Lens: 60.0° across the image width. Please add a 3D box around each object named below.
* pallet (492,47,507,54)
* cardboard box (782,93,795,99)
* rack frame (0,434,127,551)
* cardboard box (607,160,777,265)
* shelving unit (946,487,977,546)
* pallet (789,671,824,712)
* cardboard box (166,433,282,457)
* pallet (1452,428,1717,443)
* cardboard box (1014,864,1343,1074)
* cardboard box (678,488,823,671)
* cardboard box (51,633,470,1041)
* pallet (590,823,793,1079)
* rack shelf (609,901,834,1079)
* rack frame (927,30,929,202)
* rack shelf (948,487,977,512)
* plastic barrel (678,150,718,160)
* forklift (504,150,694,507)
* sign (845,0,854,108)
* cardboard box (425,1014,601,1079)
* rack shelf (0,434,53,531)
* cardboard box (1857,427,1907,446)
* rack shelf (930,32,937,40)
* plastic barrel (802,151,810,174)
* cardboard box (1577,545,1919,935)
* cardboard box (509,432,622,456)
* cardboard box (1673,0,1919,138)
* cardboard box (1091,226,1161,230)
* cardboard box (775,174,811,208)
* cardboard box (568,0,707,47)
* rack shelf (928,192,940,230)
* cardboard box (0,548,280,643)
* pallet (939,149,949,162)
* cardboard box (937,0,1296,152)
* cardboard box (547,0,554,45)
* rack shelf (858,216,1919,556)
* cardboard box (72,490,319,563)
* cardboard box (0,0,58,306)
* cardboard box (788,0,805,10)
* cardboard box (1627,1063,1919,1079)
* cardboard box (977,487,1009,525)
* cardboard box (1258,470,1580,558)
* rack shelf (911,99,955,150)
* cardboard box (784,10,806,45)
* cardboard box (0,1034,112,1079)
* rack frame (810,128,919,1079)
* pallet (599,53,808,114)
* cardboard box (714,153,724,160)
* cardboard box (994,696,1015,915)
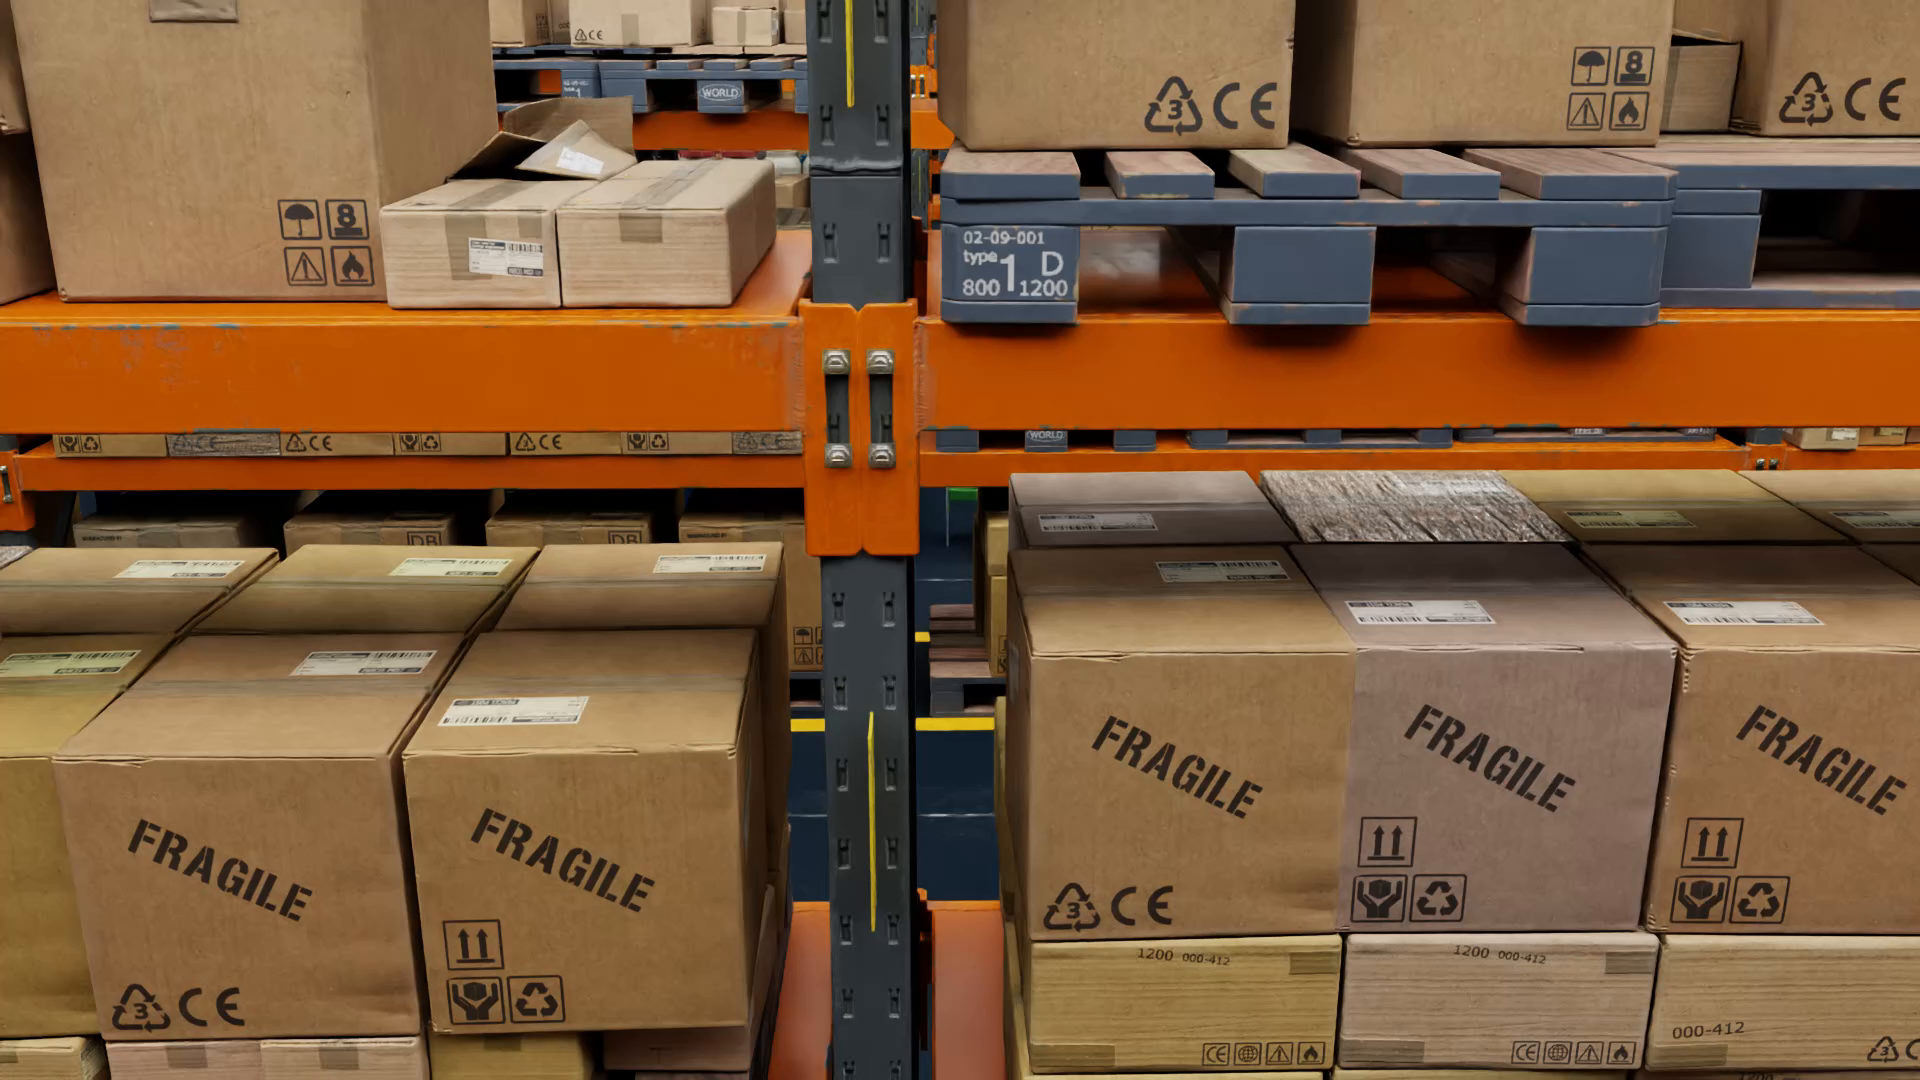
[{"bbox_3d":[-3.688,-3.540,12.069,1.003,0.211,1.213,0,18,-1],"label":"pallet"},{"bbox_3d":[-2.816,-7.031,26.672,0.500,0.500,0.700,2,18,7],"label":"cardboard box"},{"bbox_3d":[-4.330,-0.715,7.866,0.127,3.000,1.000,0,18,-1],"label":"rack frame"},{"bbox_3d":[-0.469,-0.582,2.952,0.250,0.149,0.380,0,18,-1],"label":"cardboard box"},{"bbox_3d":[0.166,-0.572,10.367,0.503,1.200,0.258,0,18,-1],"label":"shelving unit"},{"bbox_3d":[-1.120,0.574,8.412,1.213,0.211,1.003,0,18,-1],"label":"pallet"},{"bbox_3d":[-3.295,-0.686,7.611,0.500,0.500,0.500,0,18,0],"label":"cardboard box"},{"bbox_3d":[2.903,-0.703,8.143,1.213,0.211,1.003,0,18,-1],"label":"pallet"},{"bbox_3d":[0.359,0.683,2.934,0.500,0.250,0.500,0,18,-1],"label":"cardboard box"},{"bbox_3d":[-0.941,0.112,8.282,0.750,0.750,1.050,-1,18,-2],"label":"cardboard box"},{"bbox_3d":[-1.118,0.481,2.801,0.500,0.500,0.500,-1,18,-2],"label":"cardboard box"},{"bbox_3d":[-0.862,0.904,3.132,1.003,0.211,1.213,0,18,-1],"label":"pallet"},{"bbox_3d":[-2.151,1.129,3.295,4.000,0.370,1.077,0,18,-1],"label":"rack shelf"},{"bbox_3d":[-0.386,-3.763,17.366,0.127,3.000,1.000,0,18,-1],"label":"rack frame"},{"bbox_3d":[0.166,-0.283,10.460,0.480,0.148,0.258,0,18,-1],"label":"rack shelf"},{"bbox_3d":[-2.692,-3.749,17.102,0.433,0.535,0.433,0,18,0],"label":"plastic barrel"},{"bbox_3d":[-2.533,-1.507,10.448,3.031,2.935,1.130,3,18,8],"label":"forklift"},{"bbox_3d":[-0.145,-0.732,2.161,0.005,0.325,0.100,0,18,-1],"label":"sign"},{"bbox_3d":[-0.742,0.793,2.888,0.250,0.149,0.380,0,18,0],"label":"cardboard box"},{"bbox_3d":[-6.330,-0.363,7.946,4.000,0.370,1.077,0,18,-1],"label":"rack shelf"},{"bbox_3d":[4.215,-0.560,7.792,0.250,0.149,0.380,0,18,1],"label":"cardboard box"},{"bbox_3d":[1.458,-7.884,26.480,4.000,0.370,1.077,0,18,-1],"label":"rack shelf"},{"bbox_3d":[-1.411,-3.746,17.130,0.421,0.512,0.421,0,18,0],"label":"plastic barrel"},{"bbox_3d":[1.359,0.322,2.831,0.500,0.500,0.500,0,18,1],"label":"cardboard box"},{"bbox_3d":[-1.775,-0.694,7.635,0.500,0.500,0.500,-1,18,-2],"label":"cardboard box"},{"bbox_3d":[1.606,-0.996,2.980,0.500,0.500,0.500,0,18,0],"label":"cardboard box"},{"bbox_3d":[1.210,-2.223,12.404,0.500,0.500,0.500,-1,18,-2],"label":"cardboard box"},{"bbox_3d":[-1.404,-2.449,12.421,0.500,0.500,0.700,2,18,7],"label":"cardboard box"},{"bbox_3d":[-1.371,-2.271,7.101,0.500,0.311,0.500,0,18,-1],"label":"cardboard box"},{"bbox_3d":[1.614,-3.430,17.506,4.000,0.370,1.077,0,18,-1],"label":"rack shelf"},{"bbox_3d":[-1.657,0.328,3.275,0.500,0.500,0.500,0,18,0],"label":"cardboard box"},{"bbox_3d":[0.216,-5.209,22.188,1.003,0.211,1.213,0,18,-1],"label":"pallet"},{"bbox_3d":[0.223,-0.948,2.826,0.637,0.503,0.797,-1,18,-4],"label":"cardboard box"},{"bbox_3d":[-2.072,-2.427,7.586,0.500,0.311,0.500,-1,18,-2],"label":"cardboard box"},{"bbox_3d":[1.849,-0.319,2.897,4.000,0.370,1.077,0,18,-1],"label":"rack shelf"},{"bbox_3d":[-3.711,0.126,8.241,0.750,0.750,1.050,0,18,-1],"label":"cardboard box"},{"bbox_3d":[-1.676,-0.685,2.691,0.637,0.503,0.797,0,18,-1],"label":"cardboard box"},{"bbox_3d":[-1.293,-3.879,11.837,0.500,0.500,0.500,0,18,-1],"label":"cardboard box"},{"bbox_3d":[1.380,0.914,3.033,0.500,0.250,0.500,0,18,1],"label":"cardboard box"},{"bbox_3d":[0.349,-0.185,8.389,0.500,0.250,0.500,-1,18,-2],"label":"cardboard box"},{"bbox_3d":[0.875,0.166,3.320,0.500,0.500,0.500,0,18,0],"label":"cardboard box"},{"bbox_3d":[1.669,-1.830,7.608,4.000,0.370,1.077,0,18,-1],"label":"rack shelf"},{"bbox_3d":[-0.667,-2.338,7.575,0.250,0.149,0.380,-1,18,-3],"label":"cardboard box"},{"bbox_3d":[-1.520,0.813,2.827,0.250,0.149,0.380,0,18,0],"label":"cardboard box"},{"bbox_3d":[-0.151,0.777,3.215,0.127,3.000,1.000,0,18,-1],"label":"rack frame"},{"bbox_3d":[-0.973,-2.054,7.437,1.003,0.211,1.213,1,18,2],"label":"pallet"},{"bbox_3d":[-3.165,-5.305,22.011,0.500,0.500,0.500,1,18,3],"label":"cardboard box"},{"bbox_3d":[0.329,0.530,3.411,0.500,0.250,0.500,0,18,-1],"label":"cardboard box"}]
